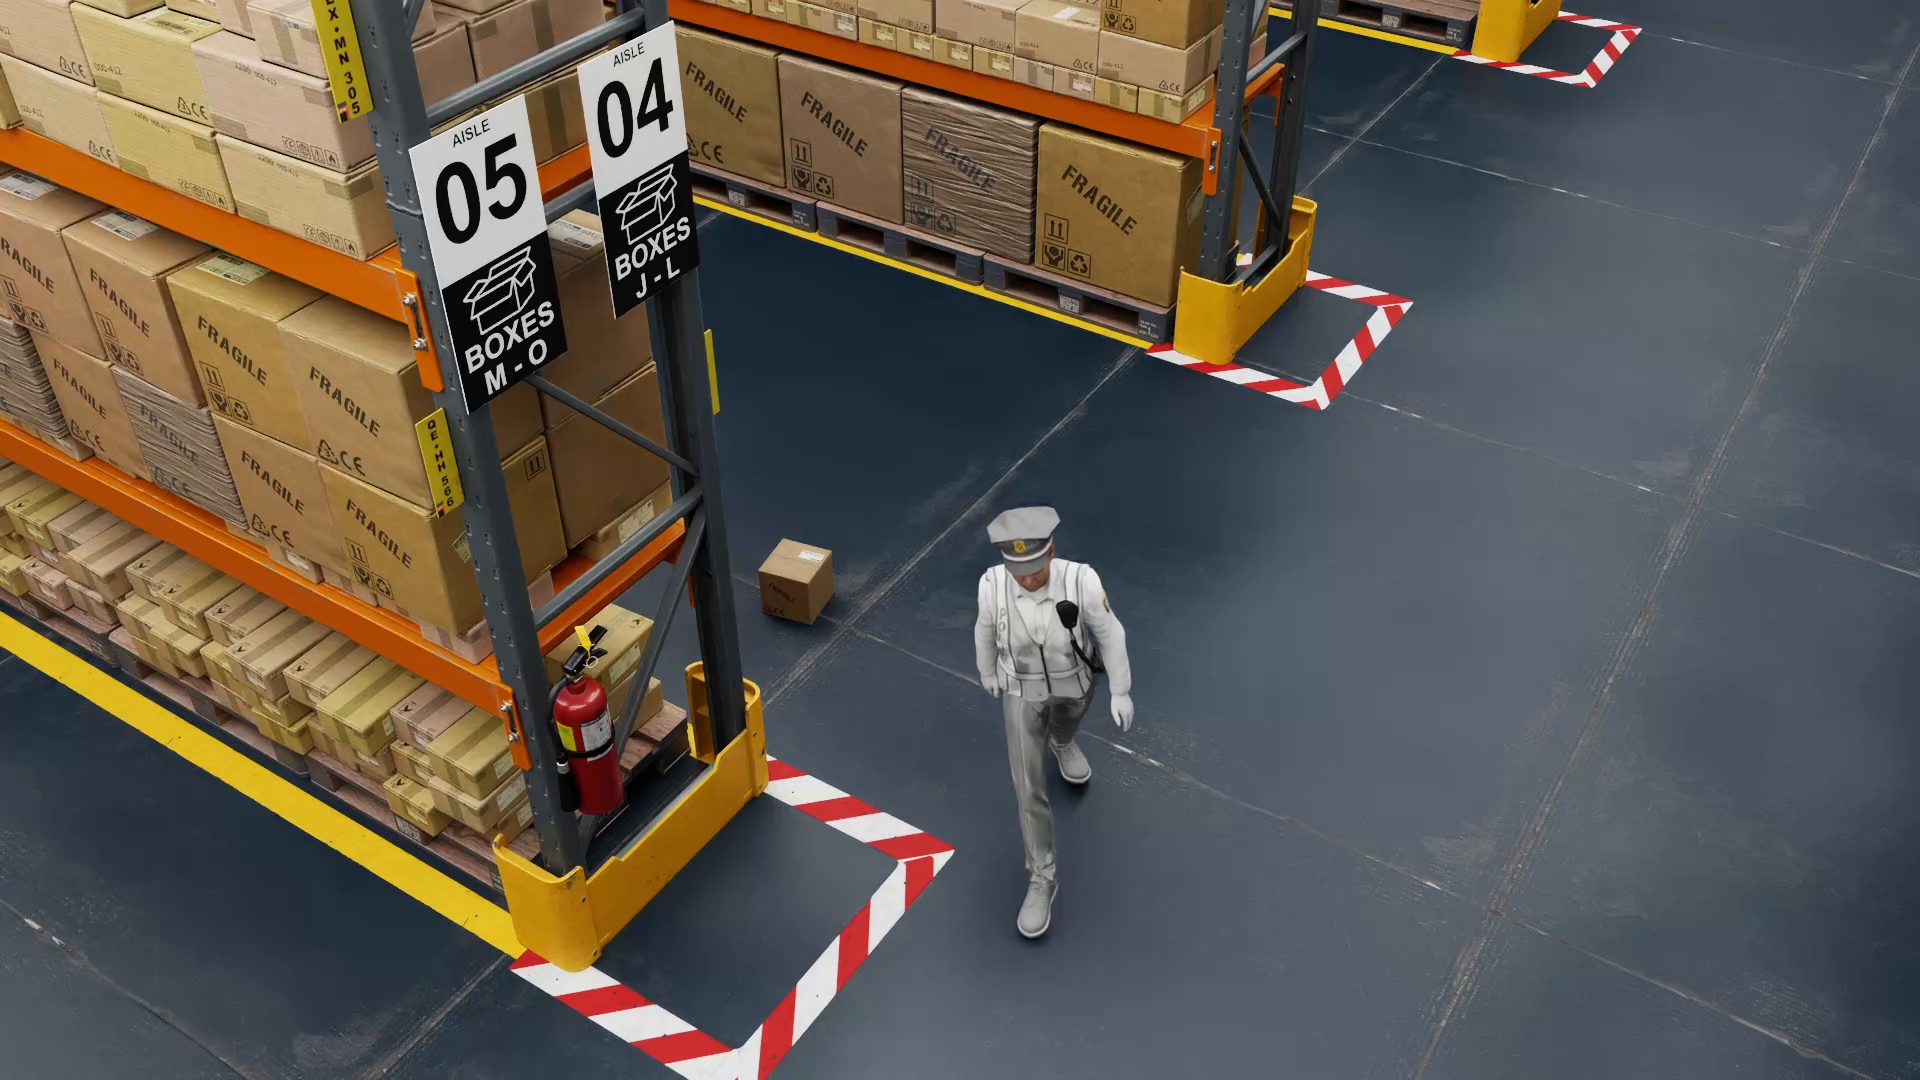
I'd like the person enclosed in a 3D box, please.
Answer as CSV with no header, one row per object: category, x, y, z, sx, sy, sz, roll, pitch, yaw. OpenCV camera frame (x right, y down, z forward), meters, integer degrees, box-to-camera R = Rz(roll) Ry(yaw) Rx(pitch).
person,0.345,0.535,6.013,0.548,1.601,0.987,-5,39,-6
